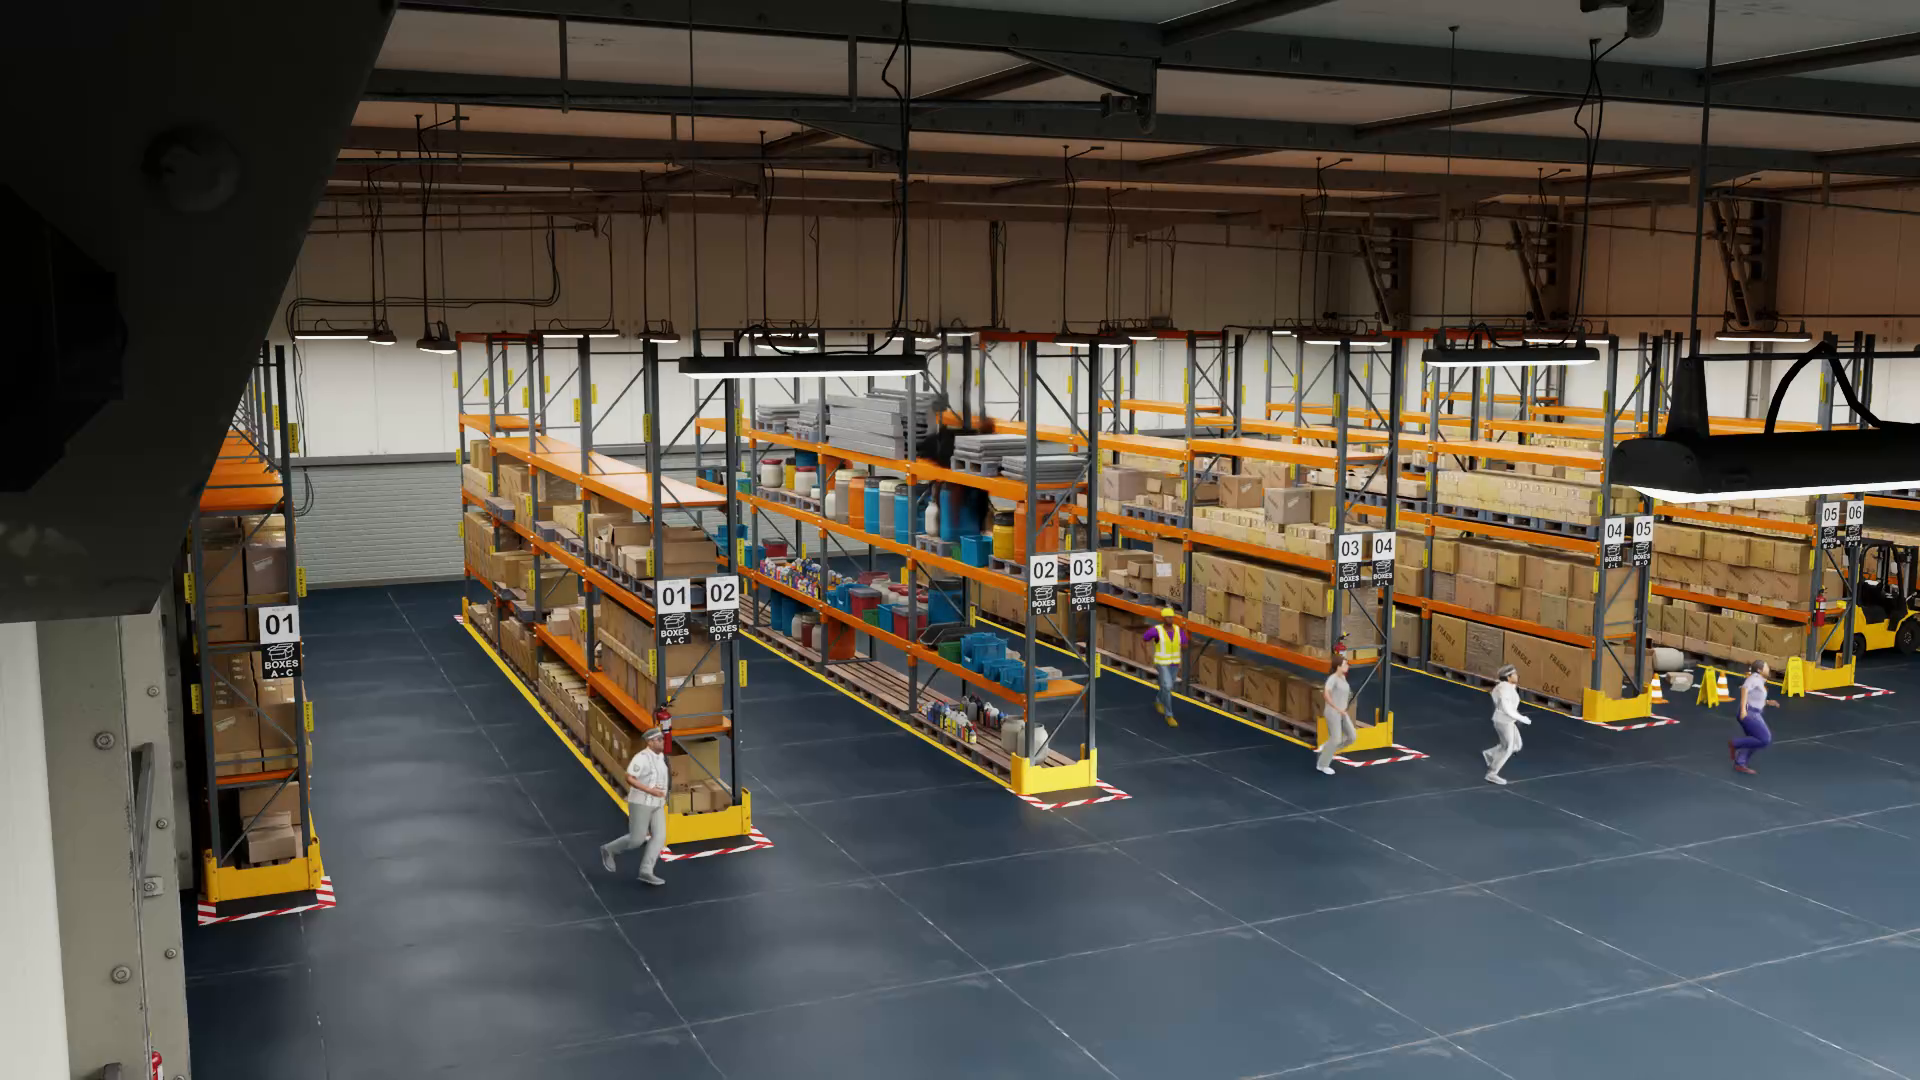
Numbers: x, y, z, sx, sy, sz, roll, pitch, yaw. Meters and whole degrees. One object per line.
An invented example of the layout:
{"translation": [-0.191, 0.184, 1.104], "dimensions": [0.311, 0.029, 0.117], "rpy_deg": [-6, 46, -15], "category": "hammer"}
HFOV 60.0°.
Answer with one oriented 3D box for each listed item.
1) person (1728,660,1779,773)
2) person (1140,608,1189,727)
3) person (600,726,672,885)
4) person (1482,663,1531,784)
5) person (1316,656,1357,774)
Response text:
{"translation": [11.026, 2.456, 23.085], "dimensions": [0.623, 1.600, 0.645], "rpy_deg": [3, 8, 22], "category": "person"}
{"translation": [3.234, 1.939, 25.931], "dimensions": [0.692, 1.781, 0.922], "rpy_deg": [-3, 8, -23], "category": "person"}
{"translation": [-3.590, 2.963, 18.875], "dimensions": [0.833, 1.726, 0.709], "rpy_deg": [4, 9, 25], "category": "person"}
{"translation": [7.452, 2.483, 22.625], "dimensions": [0.584, 1.662, 0.653], "rpy_deg": [2, 8, 16], "category": "person"}
{"translation": [5.288, 2.543, 23.212], "dimensions": [0.518, 1.366, 0.620], "rpy_deg": [6, 10, 39], "category": "person"}
